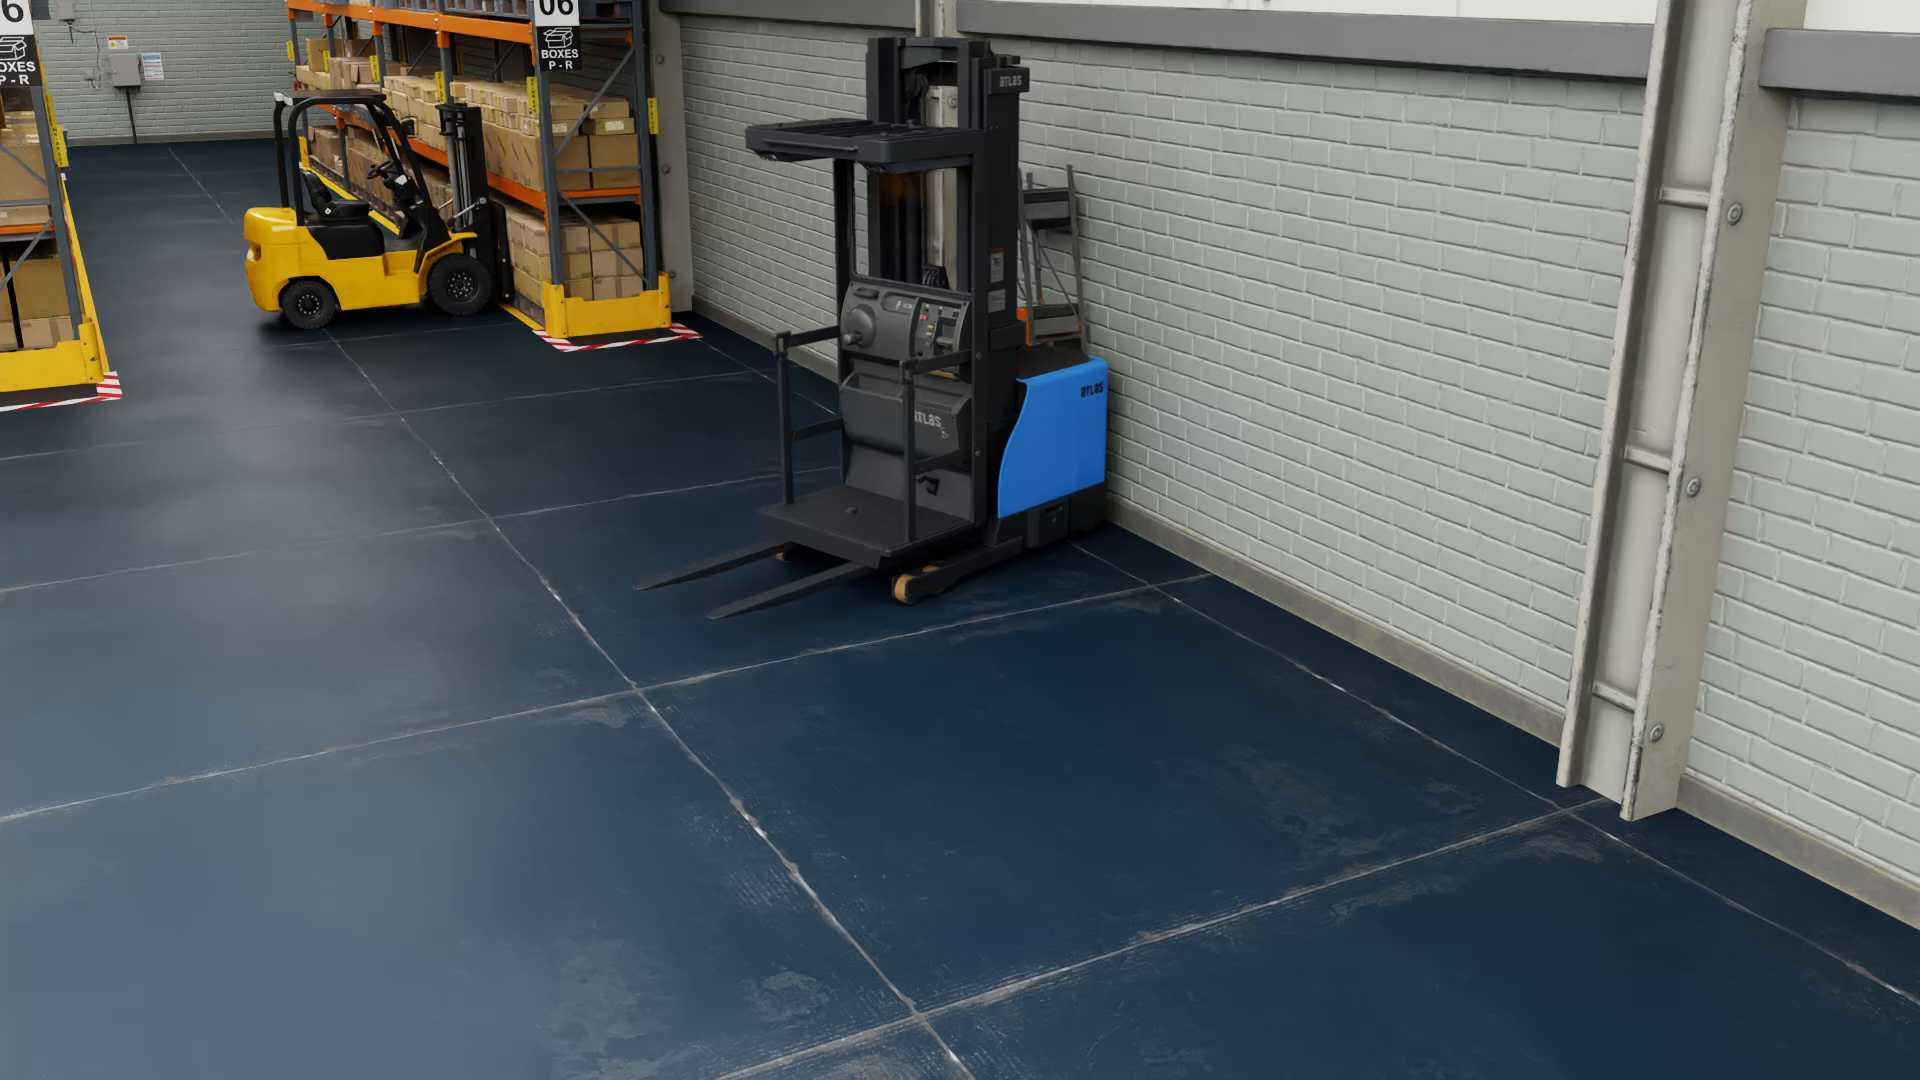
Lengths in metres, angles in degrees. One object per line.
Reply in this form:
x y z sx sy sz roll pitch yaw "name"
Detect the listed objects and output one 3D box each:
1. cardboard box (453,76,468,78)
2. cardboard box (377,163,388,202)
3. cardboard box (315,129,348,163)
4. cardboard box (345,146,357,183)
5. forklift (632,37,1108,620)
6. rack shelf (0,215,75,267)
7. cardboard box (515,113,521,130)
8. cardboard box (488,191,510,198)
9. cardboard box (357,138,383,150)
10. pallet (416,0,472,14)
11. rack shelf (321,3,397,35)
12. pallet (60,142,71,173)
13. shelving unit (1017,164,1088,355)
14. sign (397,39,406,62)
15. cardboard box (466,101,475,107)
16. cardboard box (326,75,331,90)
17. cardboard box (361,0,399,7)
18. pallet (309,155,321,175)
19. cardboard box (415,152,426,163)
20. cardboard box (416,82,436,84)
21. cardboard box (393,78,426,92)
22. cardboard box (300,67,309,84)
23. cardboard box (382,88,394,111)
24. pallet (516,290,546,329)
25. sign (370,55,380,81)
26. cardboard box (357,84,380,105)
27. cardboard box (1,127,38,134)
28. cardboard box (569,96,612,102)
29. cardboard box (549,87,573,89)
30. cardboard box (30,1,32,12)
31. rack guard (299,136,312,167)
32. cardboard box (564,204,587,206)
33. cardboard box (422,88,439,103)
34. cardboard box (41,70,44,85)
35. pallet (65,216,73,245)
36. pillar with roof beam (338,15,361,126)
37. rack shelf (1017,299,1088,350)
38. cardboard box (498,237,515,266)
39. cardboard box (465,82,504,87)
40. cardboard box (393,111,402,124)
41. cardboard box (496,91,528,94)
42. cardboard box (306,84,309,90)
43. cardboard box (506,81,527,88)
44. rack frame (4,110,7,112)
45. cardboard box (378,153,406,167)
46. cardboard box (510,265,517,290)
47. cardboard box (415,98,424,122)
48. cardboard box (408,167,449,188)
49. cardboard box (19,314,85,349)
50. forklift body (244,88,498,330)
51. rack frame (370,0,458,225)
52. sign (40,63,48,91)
-6.558 -5.899 21.480 0.380 0.149 0.250 -10 21 -27 "cardboard box"
-7.801 -4.999 23.208 0.500 0.500 0.500 -10 22 -27 "cardboard box"
-10.403 -6.620 27.907 0.700 0.500 0.500 -9 21 -24 "cardboard box"
-9.050 -5.740 25.356 0.500 0.500 0.500 -9 21 -24 "cardboard box"
-0.457 -1.218 9.167 1.130 2.935 3.031 17 25 40 "forklift"
-8.700 -2.916 15.087 1.077 0.370 4.000 -10 21 -27 "rack shelf"
-4.119 -4.088 16.232 0.380 0.149 0.250 -10 21 -27 "cardboard box"
-5.096 -3.636 18.109 0.500 0.250 0.500 -10 21 -27 "cardboard box"
-8.814 -5.937 24.932 0.380 0.149 0.250 -11 22 -29 "cardboard box"
-5.713 -6.179 19.135 0.805 0.209 1.217 -11 22 -29 "pallet"
-8.132 -7.401 23.484 1.077 0.370 4.000 -10 21 -27 "rack shelf"
-9.885 -3.982 17.366 1.003 0.211 1.213 -10 21 -27 "pallet"
0.493 -1.260 10.475 0.431 2.100 0.503 -10 10 -27 "shelving unit"
-8.595 -7.531 25.583 0.100 0.325 0.005 -10 21 -27 "sign"
-5.039 -4.595 17.702 0.380 0.149 0.250 -9 21 -25 "cardboard box"
-9.538 -7.075 25.810 0.500 0.250 0.500 -9 21 -25 "cardboard box"
-7.640 -7.205 22.046 0.500 0.250 0.500 -11 22 -28 "cardboard box"
-10.566 -6.476 28.577 1.003 0.211 1.213 -10 21 -27 "pallet"
-7.447 -5.410 23.404 0.380 0.149 0.250 -10 21 -26 "cardboard box"
-6.460 -5.537 20.431 0.380 0.149 0.250 -10 21 -27 "cardboard box"
-7.018 -5.819 21.249 0.380 0.149 0.250 -9 21 -25 "cardboard box"
-10.763 -7.798 27.906 0.500 0.250 0.500 -10 21 -26 "cardboard box"
-7.209 -5.745 21.645 0.500 0.250 0.500 -10 21 -27 "cardboard box"
-3.784 -2.347 16.609 1.003 0.211 1.213 -10 21 -27 "pallet"
-7.656 -6.172 21.765 0.100 0.325 0.005 -10 21 -27 "sign"
-7.968 -6.129 22.881 0.500 0.250 0.500 -11 22 -29 "cardboard box"
-8.223 -3.343 14.612 0.500 0.500 0.500 -10 22 -28 "cardboard box"
-3.588 -4.230 16.188 0.380 0.149 0.250 -10 21 -26 "cardboard box"
-4.286 -4.677 17.484 0.380 0.149 0.250 -10 22 -27 "cardboard box"
-7.985 -4.502 13.754 0.500 0.250 0.500 -10 22 -27 "cardboard box"
-10.945 -6.842 29.192 1.175 0.500 0.348 -10 21 -27 "rack guard"
-4.151 -3.427 17.503 0.500 0.250 0.500 -10 22 -28 "cardboard box"
-6.091 -5.223 19.520 0.380 0.149 0.250 -11 22 -28 "cardboard box"
-9.562 -4.713 16.945 0.380 0.149 0.250 -10 21 -27 "cardboard box"
-11.857 -3.899 21.106 1.003 0.211 1.213 -10 21 -27 "pallet"
-15.257 -11.128 28.585 9.100 9.000 0.400 -10 21 -27 "pillar with roof beam"
0.494 -1.247 10.477 0.431 0.518 0.480 -10 10 -27 "rack shelf"
-4.382 -2.969 16.942 0.500 0.250 0.500 -11 22 -28 "cardboard box"
-5.174 -4.899 18.127 0.380 0.149 0.250 -10 21 -26 "cardboard box"
-6.952 -5.367 21.318 0.500 0.250 0.500 -10 22 -28 "cardboard box"
-4.473 -4.456 16.843 0.380 0.149 0.250 -10 21 -26 "cardboard box"
-10.905 -7.724 28.301 0.380 0.149 0.250 -9 21 -25 "cardboard box"
-4.783 -4.972 18.337 0.380 0.149 0.250 -11 22 -28 "cardboard box"
-9.650 -3.830 16.634 1.000 3.000 0.127 -10 21 -27 "rack frame"
-7.797 -5.248 22.936 0.380 0.149 0.250 -11 22 -29 "cardboard box"
-4.342 -2.726 17.004 0.500 0.250 0.500 -10 21 -26 "cardboard box"
-6.230 -5.161 19.954 0.500 0.250 0.500 -10 21 -26 "cardboard box"
-6.581 -4.457 21.446 0.875 0.625 0.625 -9 21 -25 "cardboard box"
-7.890 -1.855 14.481 0.500 0.250 0.500 -10 21 -27 "cardboard box"
-5.890 -3.313 16.434 2.313 2.155 1.214 -10 21 -27 "forklift body"
-7.183 -5.749 22.193 1.000 3.000 0.127 -10 21 -27 "rack frame"
-11.076 -5.575 20.037 0.100 0.325 0.005 -10 21 -27 "sign"
